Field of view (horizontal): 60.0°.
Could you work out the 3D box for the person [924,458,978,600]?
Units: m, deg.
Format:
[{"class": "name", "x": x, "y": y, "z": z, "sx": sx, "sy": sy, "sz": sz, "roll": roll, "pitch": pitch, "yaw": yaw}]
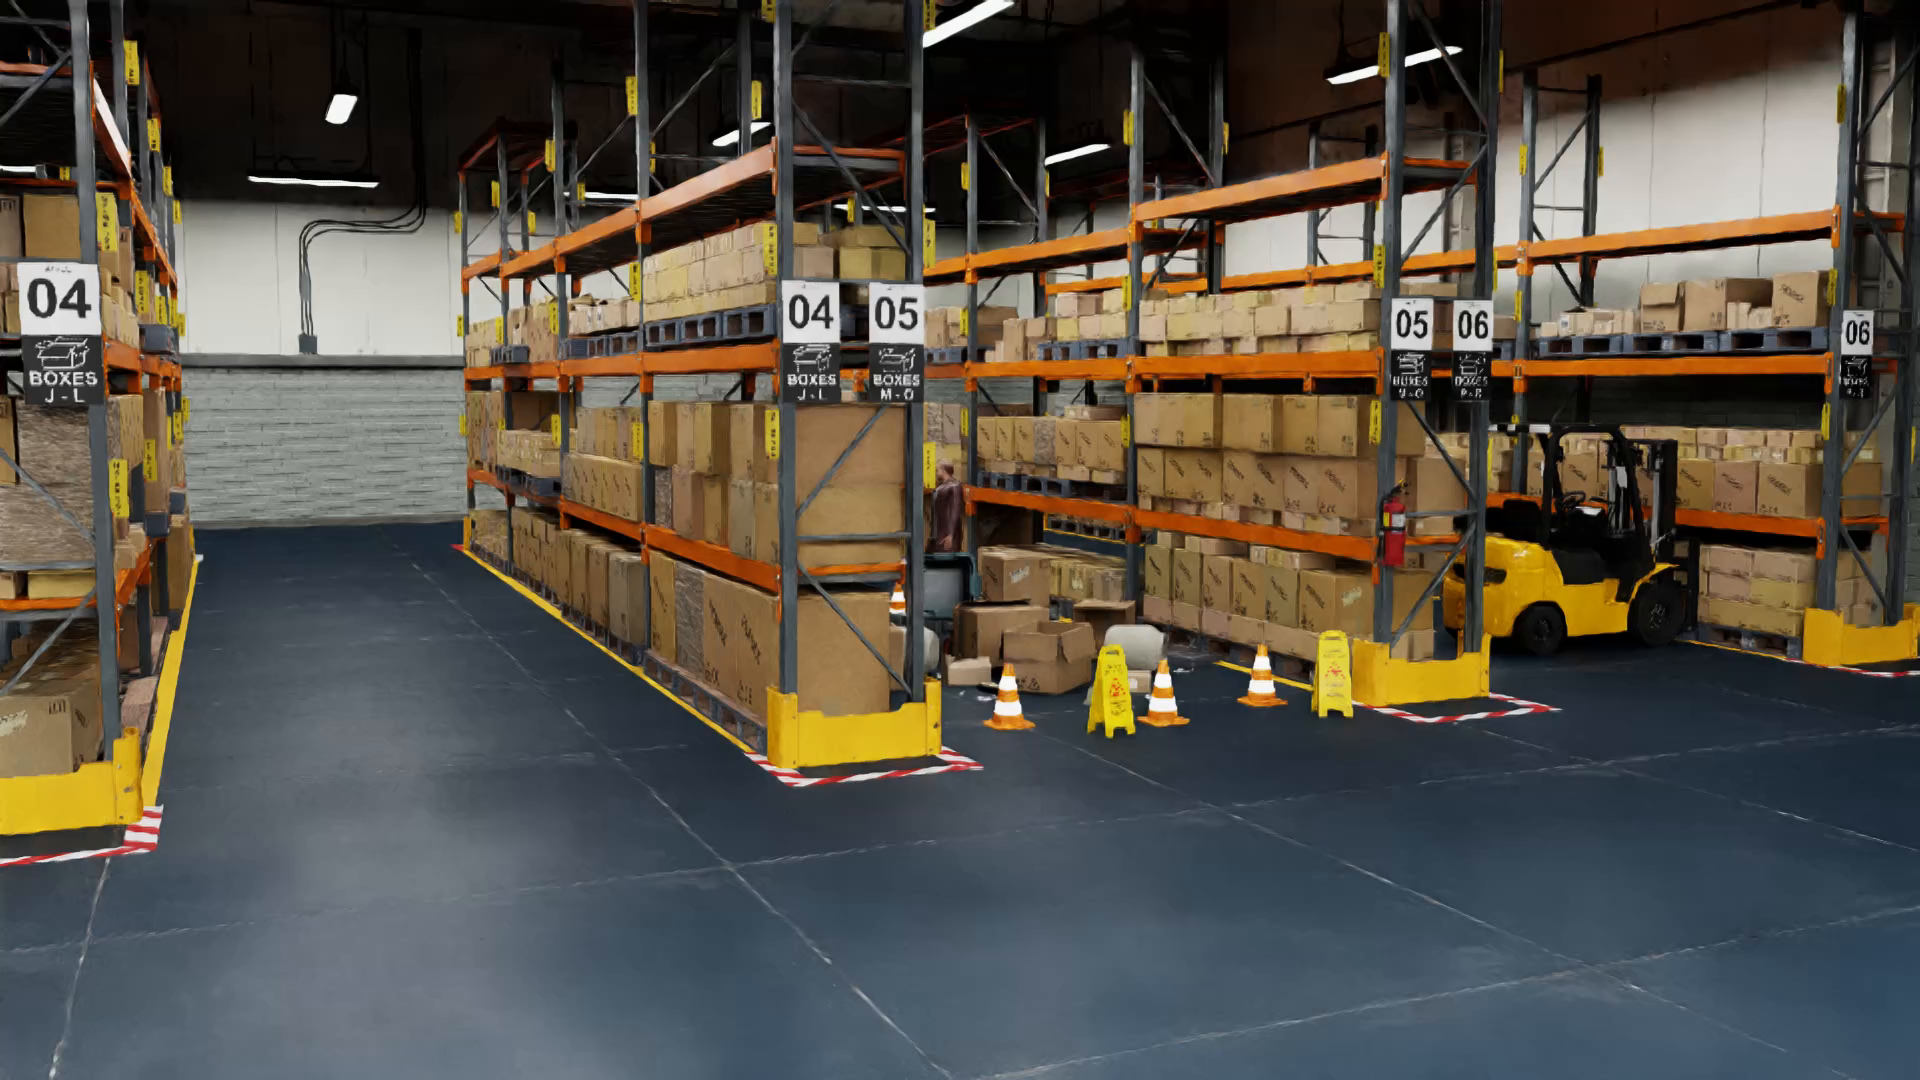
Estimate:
[{"class": "person", "x": -0.160, "y": -0.024, "z": 18.178, "sx": 0.714, "sy": 1.732, "sz": 0.632, "roll": -3, "pitch": 6, "yaw": -31}]
